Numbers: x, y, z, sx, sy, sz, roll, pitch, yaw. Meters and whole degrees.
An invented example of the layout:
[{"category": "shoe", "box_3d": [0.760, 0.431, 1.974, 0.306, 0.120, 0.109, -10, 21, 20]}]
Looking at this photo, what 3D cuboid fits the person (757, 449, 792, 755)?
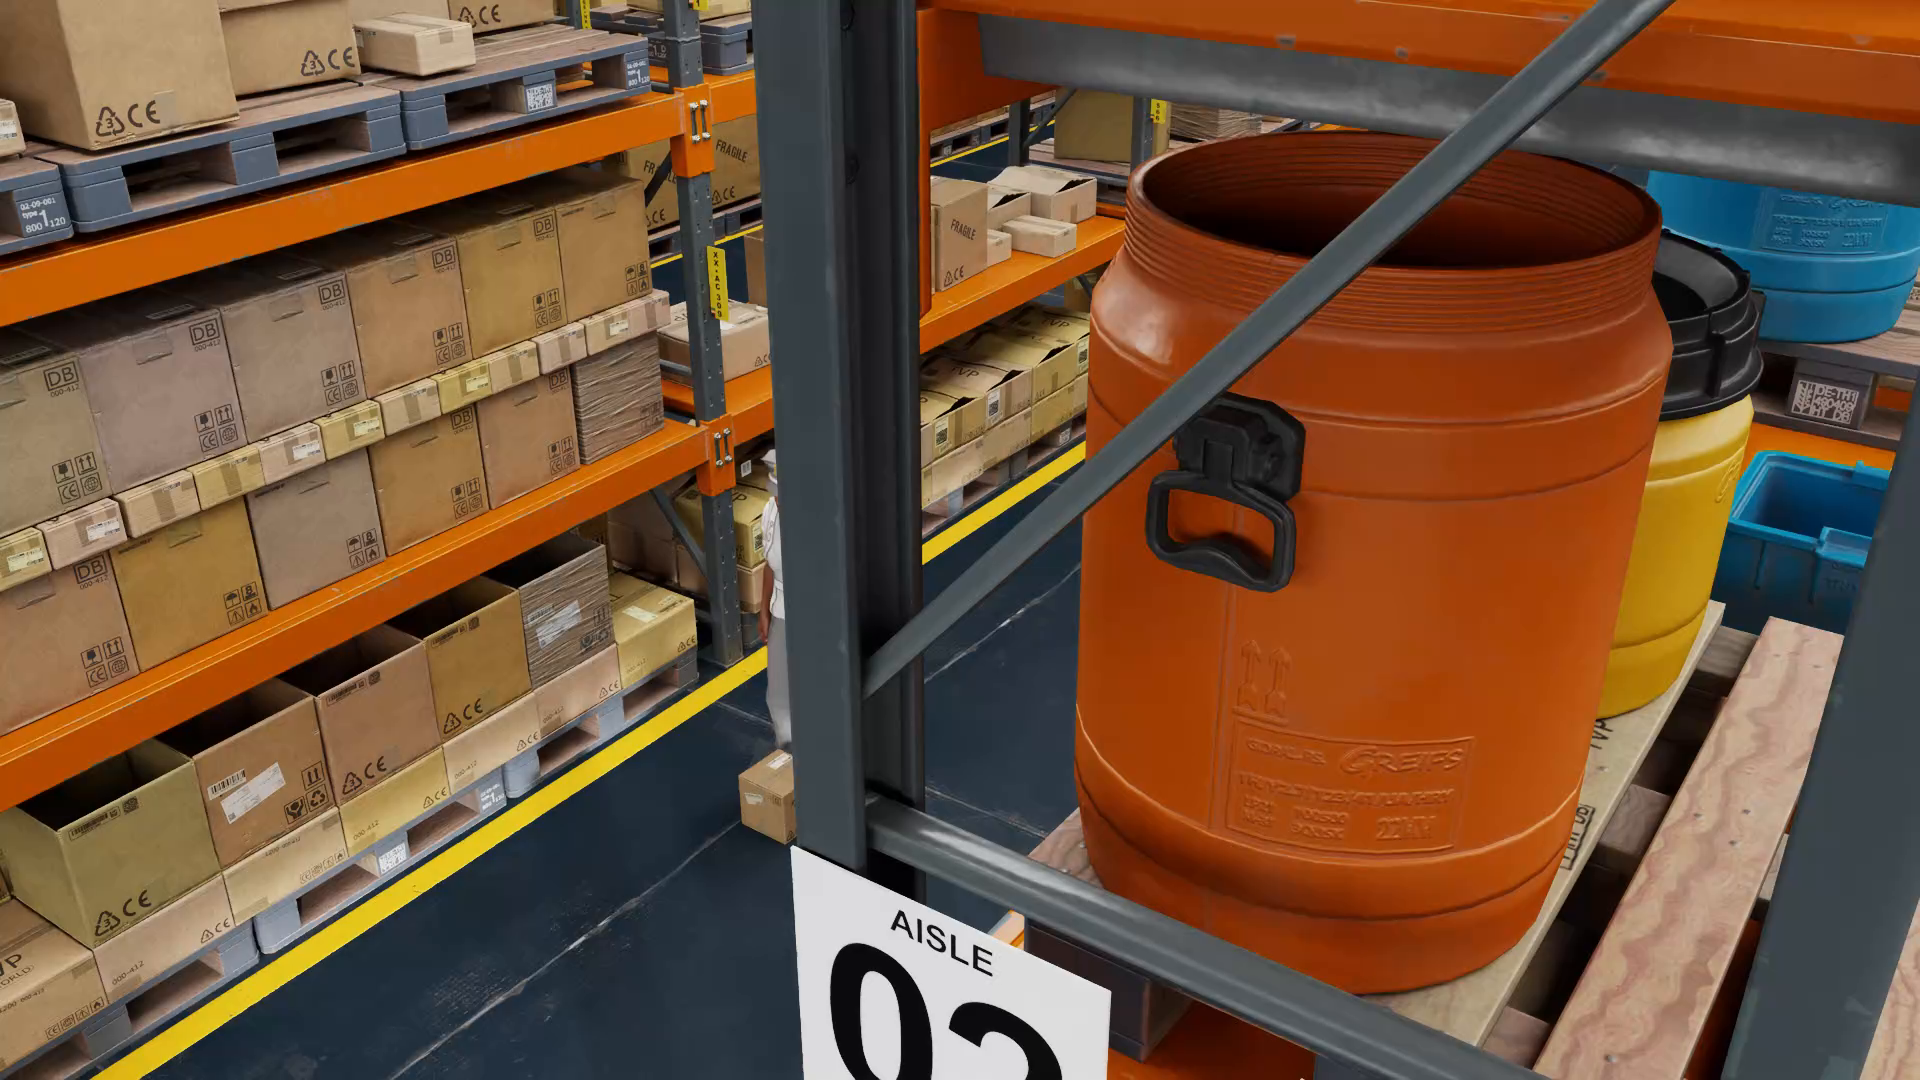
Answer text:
[{"category": "person", "box_3d": [-0.635, 0.366, 6.907, 0.504, 1.657, 0.394, 17, 32, 29]}]
